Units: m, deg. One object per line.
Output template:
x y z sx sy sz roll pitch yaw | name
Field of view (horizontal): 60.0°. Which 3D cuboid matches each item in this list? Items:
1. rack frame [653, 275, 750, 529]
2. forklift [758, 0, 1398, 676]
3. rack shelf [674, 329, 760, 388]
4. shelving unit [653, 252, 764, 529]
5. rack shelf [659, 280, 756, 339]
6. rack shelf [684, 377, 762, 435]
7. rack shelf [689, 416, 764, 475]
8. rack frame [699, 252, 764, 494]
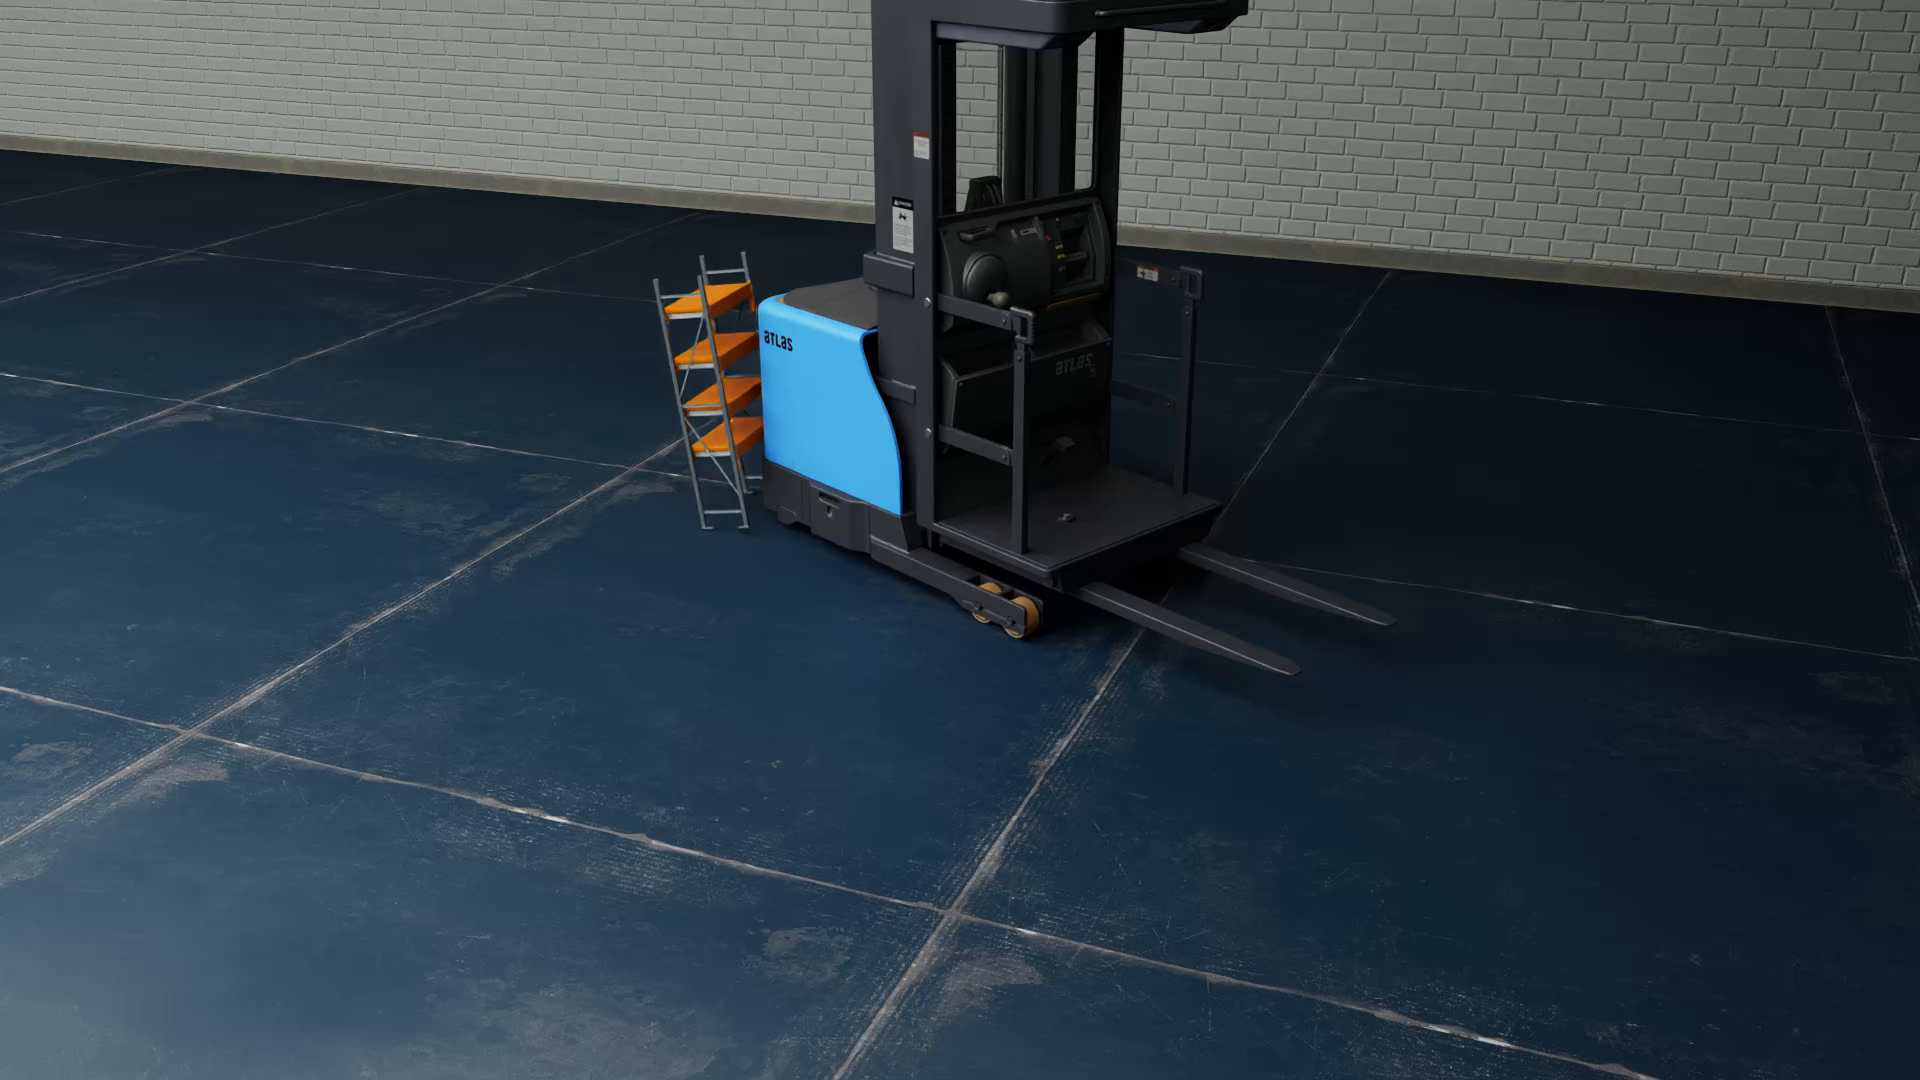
-1.181 -0.614 7.625 0.240 1.200 0.015 -1 21 18 | rack frame
0.424 -1.175 6.759 1.130 2.935 3.031 -20 30 -39 | forklift
-1.132 -0.849 7.787 0.258 0.148 0.480 -1 21 18 | rack shelf
-1.111 -0.704 7.841 0.258 1.200 0.503 -1 21 18 | shelving unit
-1.163 -1.069 7.706 0.258 0.148 0.480 -1 21 18 | rack shelf
-1.103 -0.641 7.864 0.258 0.148 0.480 -1 21 18 | rack shelf
-1.076 -0.457 7.933 0.258 0.148 0.480 -1 21 18 | rack shelf
-1.042 -0.793 8.057 0.240 1.200 0.015 -1 21 18 | rack frame
